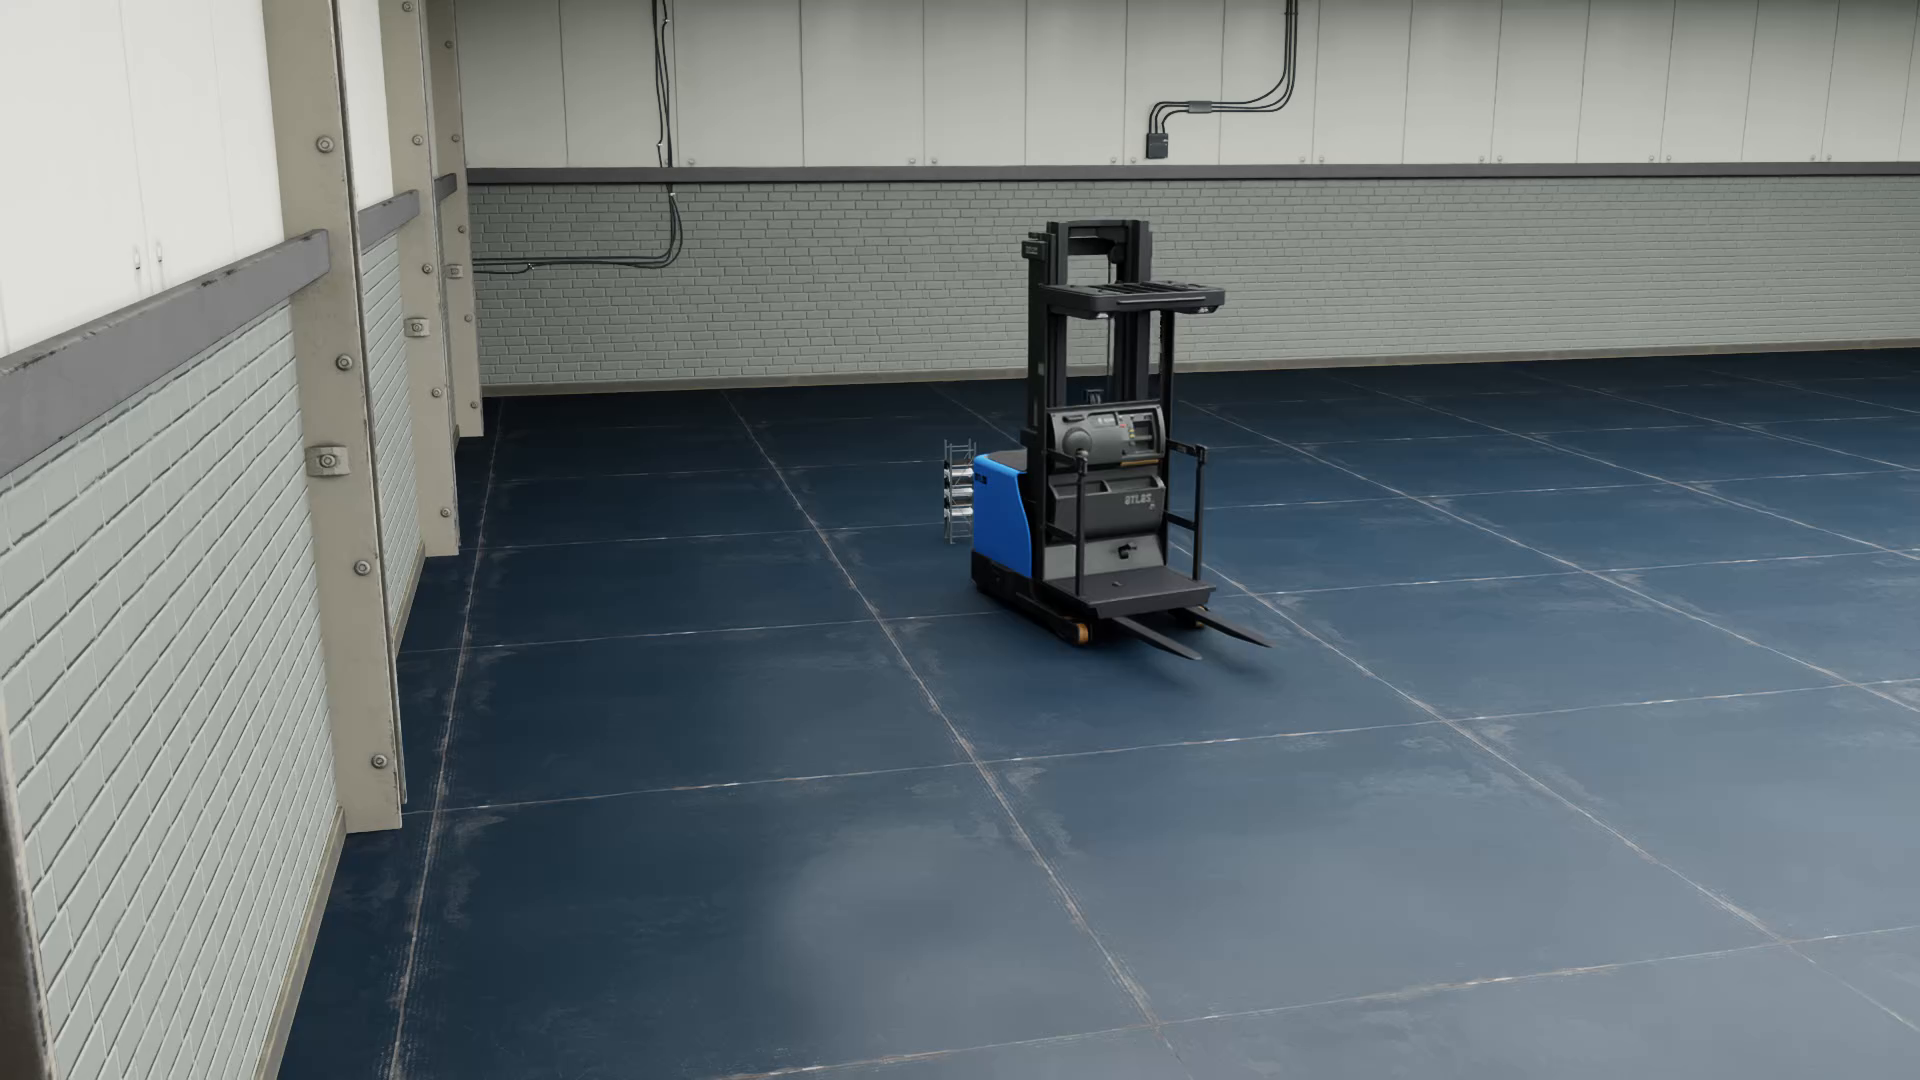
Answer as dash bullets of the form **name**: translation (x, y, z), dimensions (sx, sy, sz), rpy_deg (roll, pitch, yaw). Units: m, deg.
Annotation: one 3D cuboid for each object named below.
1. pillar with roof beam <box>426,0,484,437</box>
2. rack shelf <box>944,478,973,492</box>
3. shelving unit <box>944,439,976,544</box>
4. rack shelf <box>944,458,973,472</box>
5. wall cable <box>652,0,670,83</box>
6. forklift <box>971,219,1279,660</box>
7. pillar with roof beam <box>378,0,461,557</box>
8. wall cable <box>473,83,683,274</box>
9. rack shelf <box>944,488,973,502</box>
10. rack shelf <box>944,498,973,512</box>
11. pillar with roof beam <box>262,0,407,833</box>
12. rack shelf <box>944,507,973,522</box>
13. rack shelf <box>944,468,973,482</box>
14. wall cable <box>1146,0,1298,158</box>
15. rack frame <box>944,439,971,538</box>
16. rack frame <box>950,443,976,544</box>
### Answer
- **pillar with roof beam**: translation (-1.765, -5.903, 20.129), dimensions (9.100, 9.000, 0.400), rpy_deg (-3, 14, -13)
- **rack shelf**: translation (0.002, -0.490, 14.799), dimensions (0.258, 0.077, 0.200), rpy_deg (-3, 14, -13)
- **shelving unit**: translation (0.002, -0.435, 14.813), dimensions (0.258, 0.900, 0.210), rpy_deg (-3, 14, -13)
- **rack shelf**: translation (0.002, -0.665, 14.756), dimensions (0.258, 0.077, 0.200), rpy_deg (-3, 14, -13)
- **wall cable**: translation (-2.727, -7.512, 22.616), dimensions (3.097, 2.526, 0.112), rpy_deg (-3, 14, -13)
- **forklift**: translation (1.178, -0.789, 11.981), dimensions (1.130, 2.935, 3.031), rpy_deg (-6, 15, -25)
- **pillar with roof beam**: translation (-0.356, -4.519, 14.463), dimensions (9.100, 9.000, 0.400), rpy_deg (-3, 14, -13)
- **wall cable**: translation (-5.356, -4.908, 22.598), dimensions (3.097, 2.526, 0.112), rpy_deg (-3, 14, -13)
- **rack shelf**: translation (0.002, -0.403, 14.820), dimensions (0.258, 0.077, 0.200), rpy_deg (-3, 14, -13)
- **rack shelf**: translation (0.002, -0.315, 14.842), dimensions (0.258, 0.077, 0.200), rpy_deg (-3, 14, -13)
- **pillar with roof beam**: translation (1.053, -3.135, 8.798), dimensions (9.100, 9.000, 0.400), rpy_deg (-3, 14, -13)
- **rack shelf**: translation (0.002, -0.228, 14.863), dimensions (0.258, 0.077, 0.200), rpy_deg (-3, 14, -13)
- **rack shelf**: translation (0.002, -0.578, 14.778), dimensions (0.258, 0.077, 0.200), rpy_deg (-3, 14, -13)
- **wall cable**: translation (3.875, -8.594, 23.977), dimensions (2.305, 6.003, 0.169), rpy_deg (-3, 14, -13)
- **rack frame**: translation (-0.022, -0.459, 14.909), dimensions (0.240, 0.900, 0.006), rpy_deg (-3, 14, -13)
- **rack frame**: translation (0.026, -0.412, 14.717), dimensions (0.240, 0.900, 0.006), rpy_deg (-3, 14, -13)
